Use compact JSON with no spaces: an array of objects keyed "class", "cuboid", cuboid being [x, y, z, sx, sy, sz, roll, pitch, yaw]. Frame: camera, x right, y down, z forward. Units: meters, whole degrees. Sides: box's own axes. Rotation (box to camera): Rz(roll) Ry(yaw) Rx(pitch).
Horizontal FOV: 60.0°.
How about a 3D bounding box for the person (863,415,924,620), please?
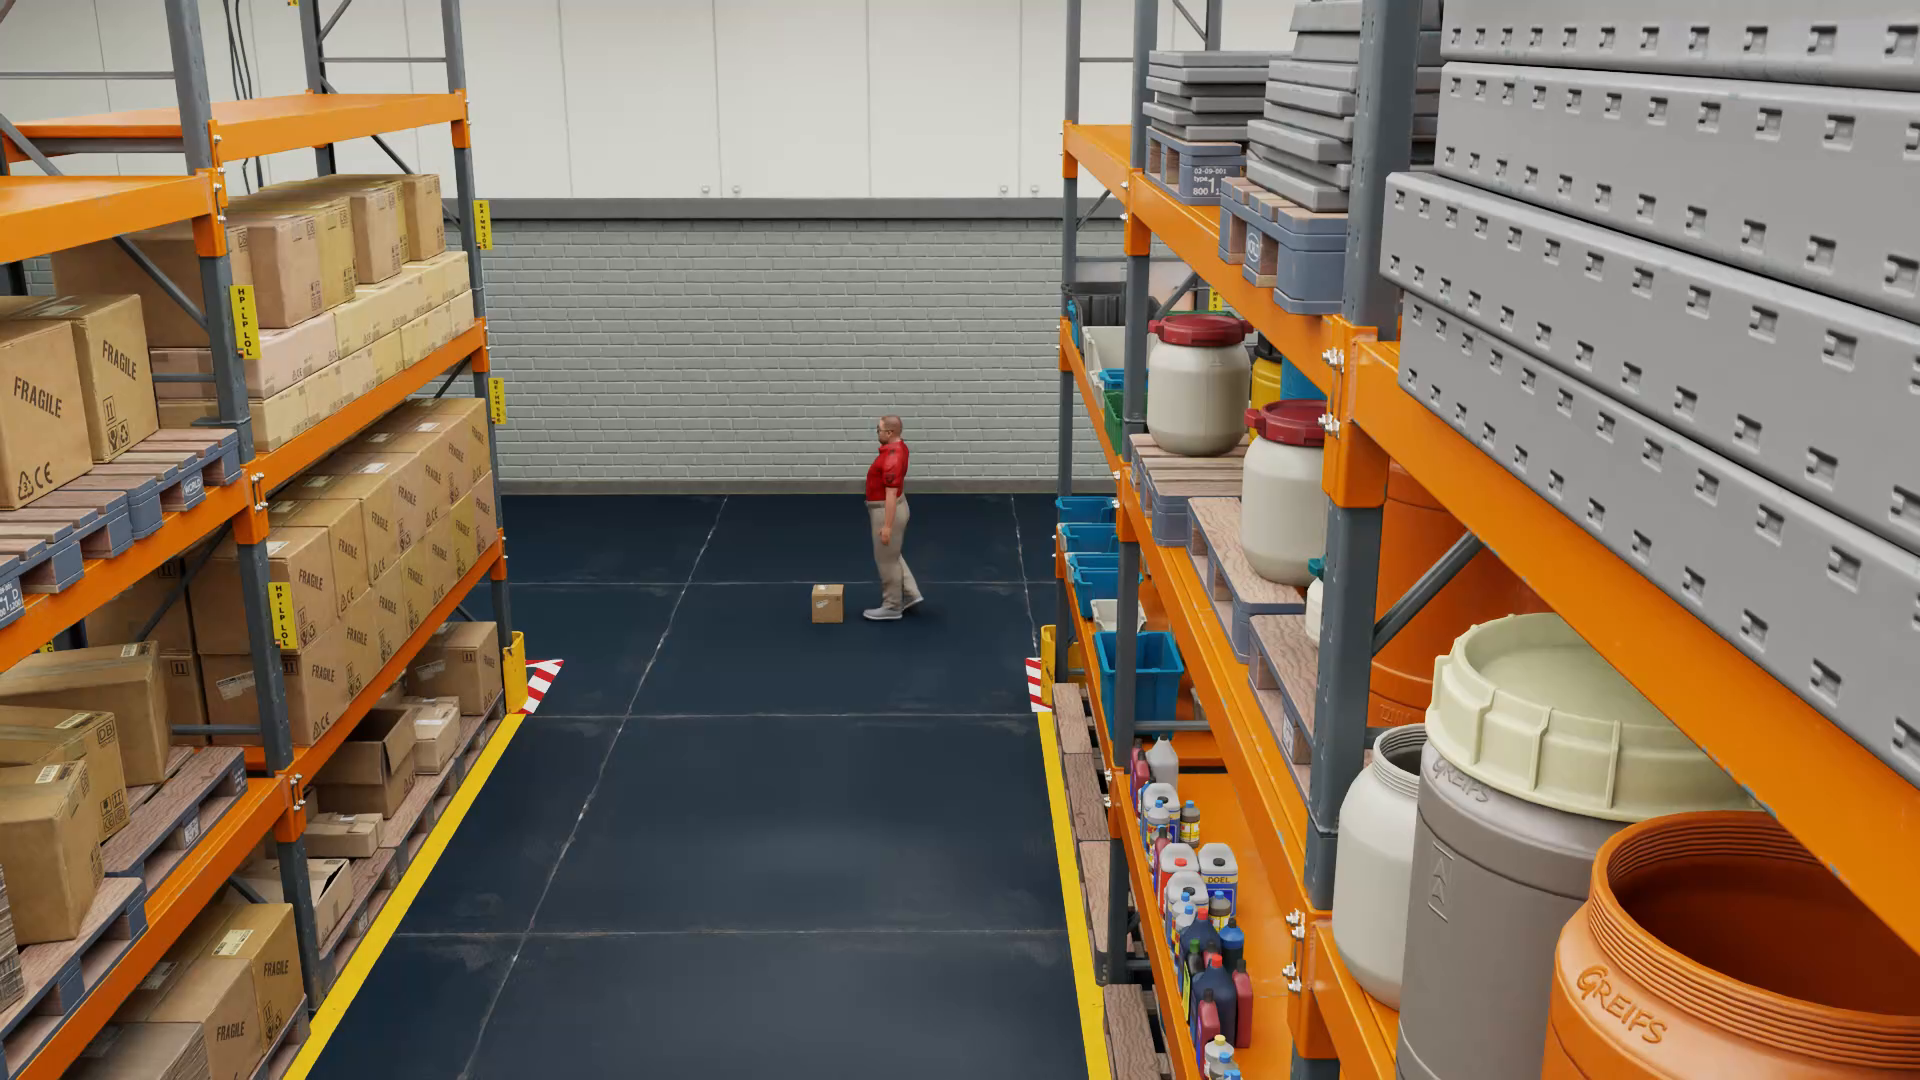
[{"class":"person","cuboid":[-0.560,-0.188,13.651,0.485,1.725,0.569,2,17,7]}]
